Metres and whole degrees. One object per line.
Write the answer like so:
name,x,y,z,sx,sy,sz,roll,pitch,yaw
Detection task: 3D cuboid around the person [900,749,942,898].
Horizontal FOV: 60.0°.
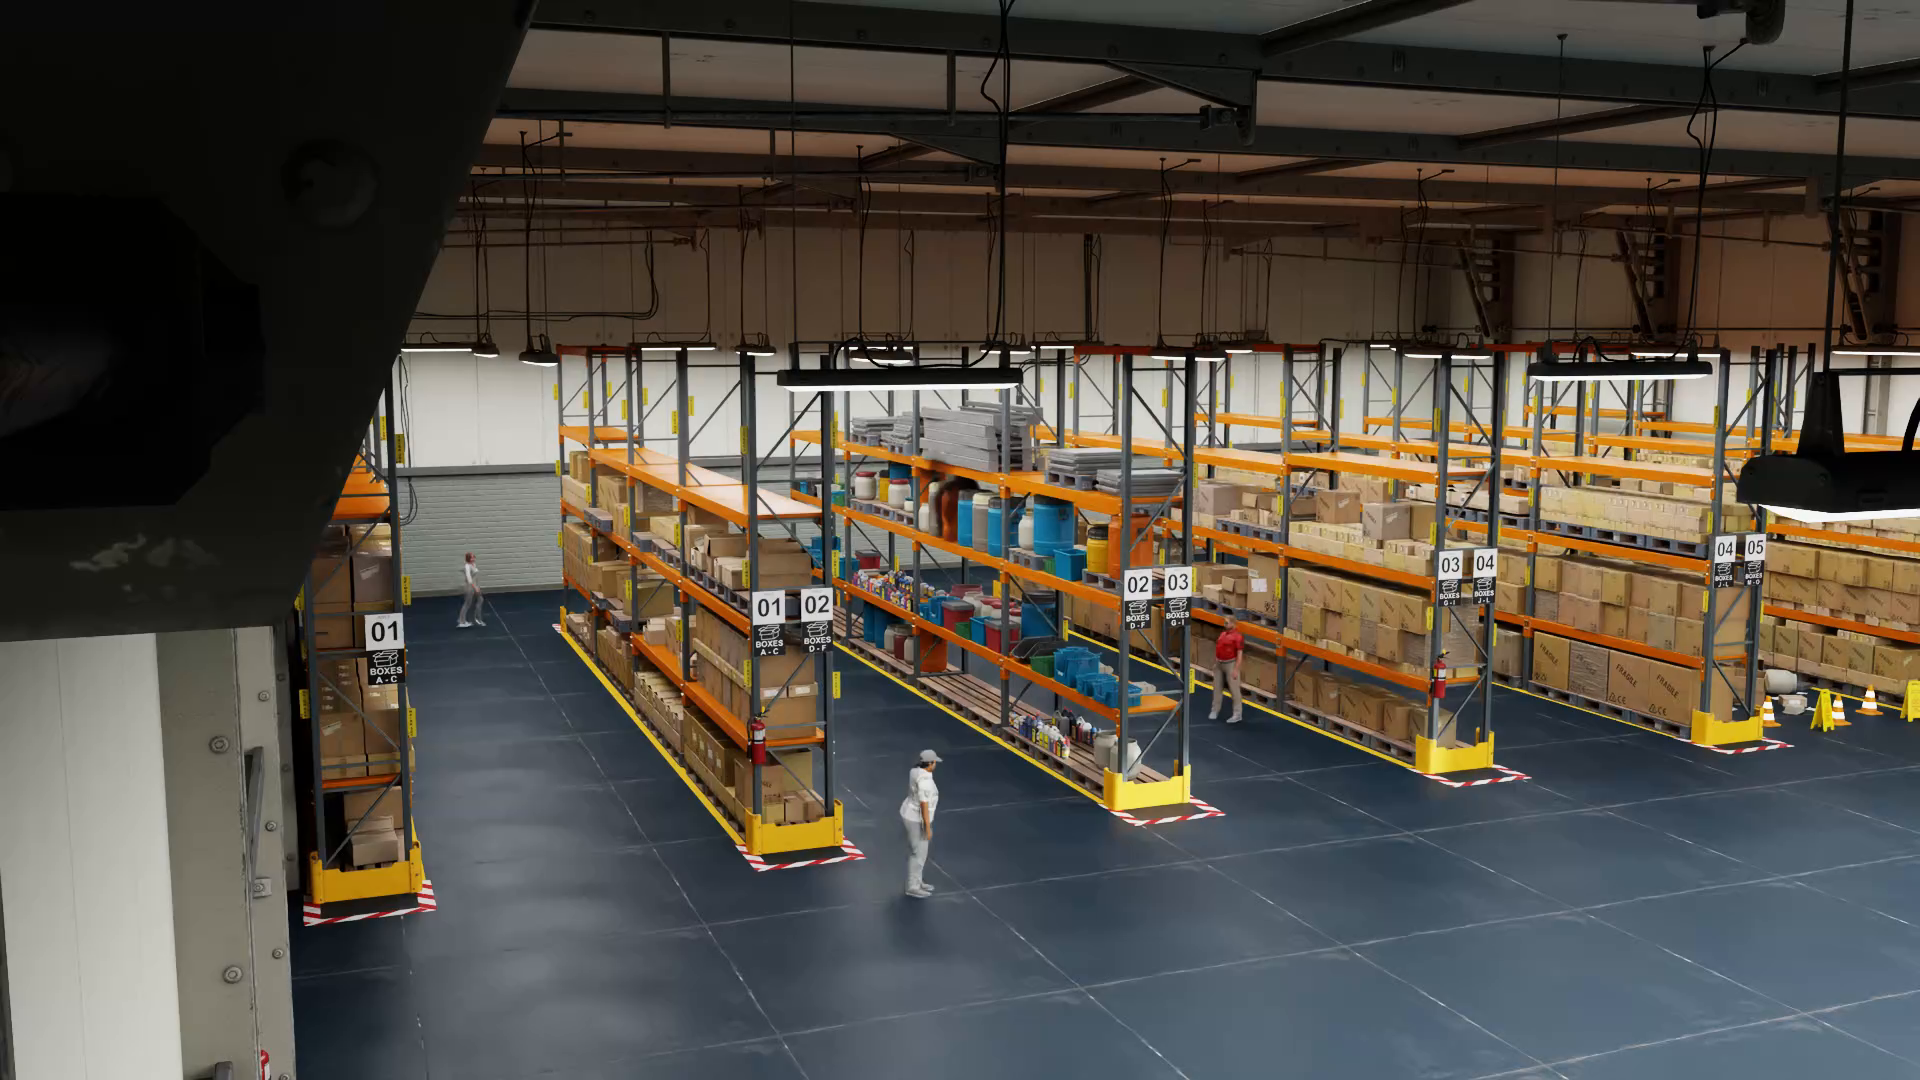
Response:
person,-0.427,3.161,18.638,0.476,1.673,0.513,-1,7,-11

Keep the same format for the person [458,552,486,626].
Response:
person,-10.387,1.073,35.293,0.577,1.582,0.506,-2,8,-16

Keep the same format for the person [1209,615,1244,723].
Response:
person,4.301,2.063,26.911,0.452,1.721,0.599,-6,9,-38
